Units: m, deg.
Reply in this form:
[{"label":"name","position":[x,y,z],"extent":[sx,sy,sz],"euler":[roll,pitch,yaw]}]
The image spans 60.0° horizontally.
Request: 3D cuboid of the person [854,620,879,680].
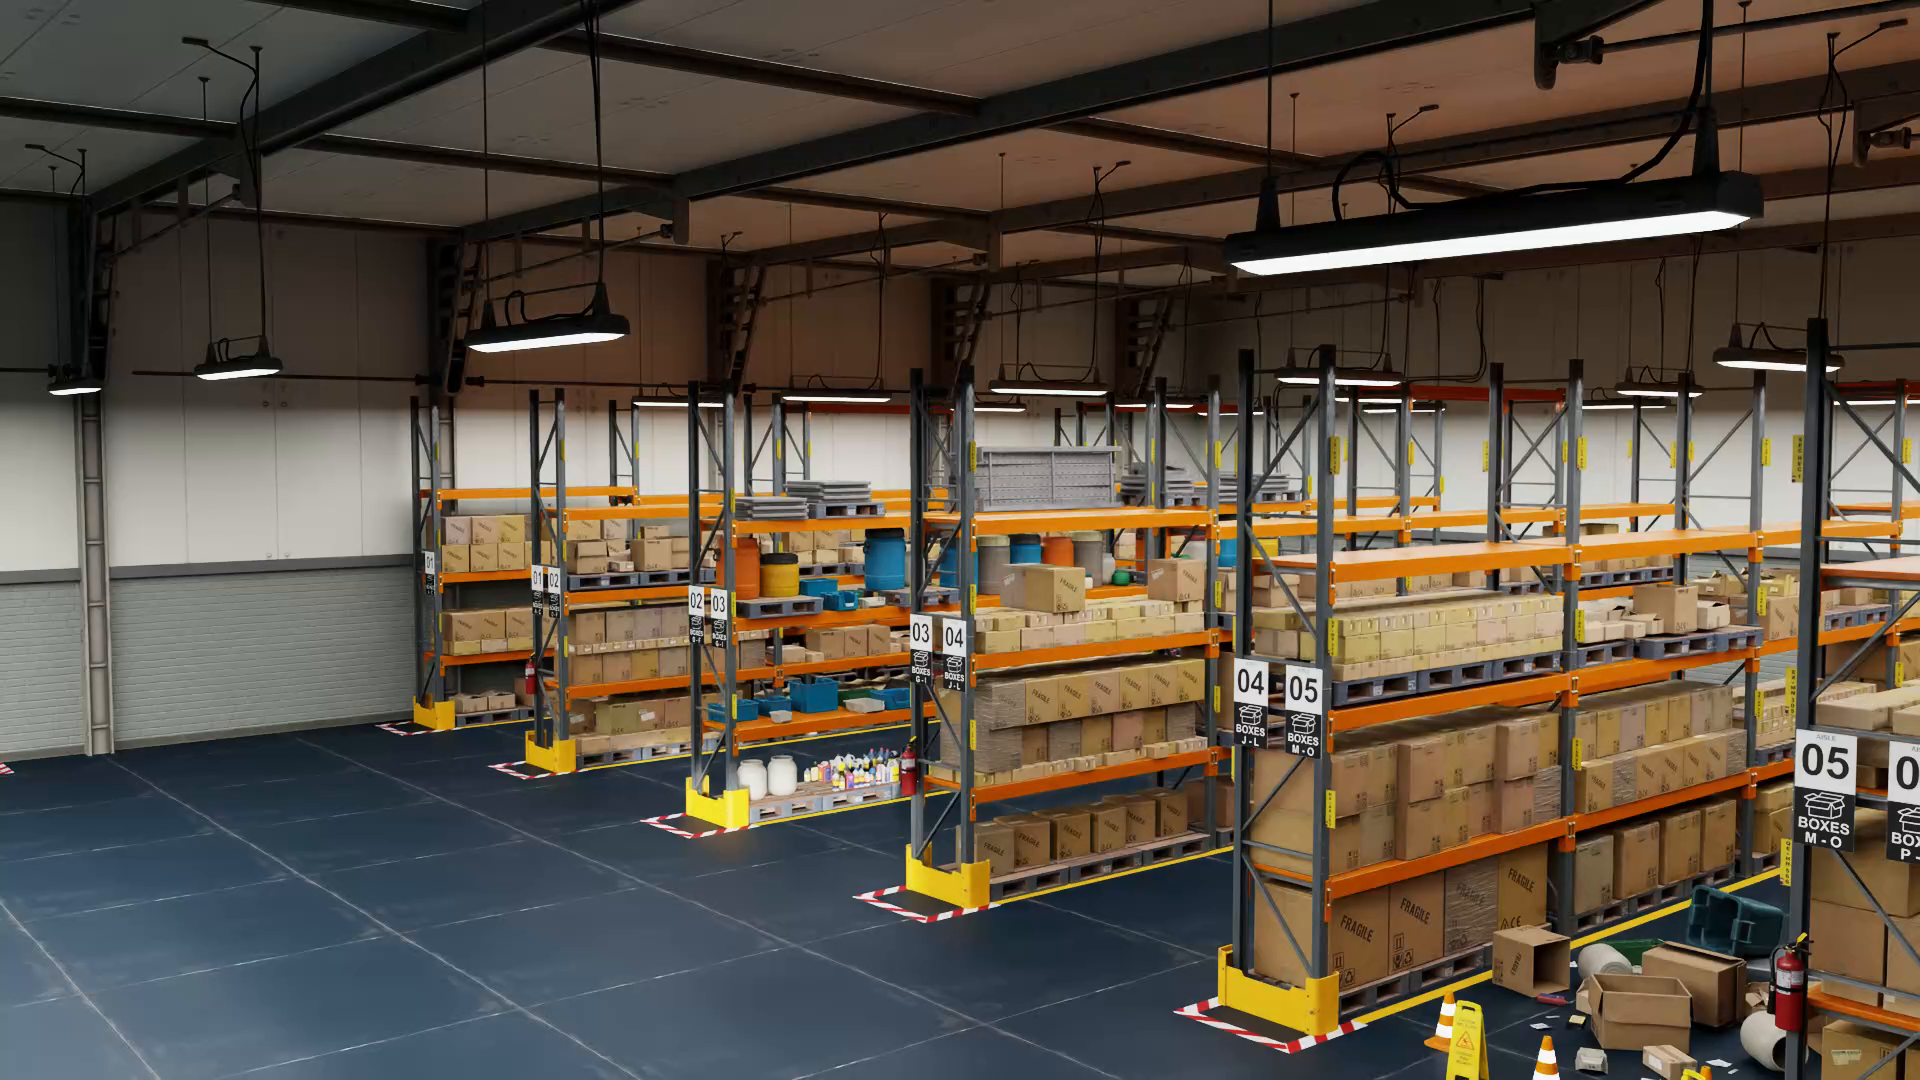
[{"label":"person","position":[-1.842,2.339,32.795],"extent":[0.631,1.797,0.417],"euler":[-1,3,-11]}]
